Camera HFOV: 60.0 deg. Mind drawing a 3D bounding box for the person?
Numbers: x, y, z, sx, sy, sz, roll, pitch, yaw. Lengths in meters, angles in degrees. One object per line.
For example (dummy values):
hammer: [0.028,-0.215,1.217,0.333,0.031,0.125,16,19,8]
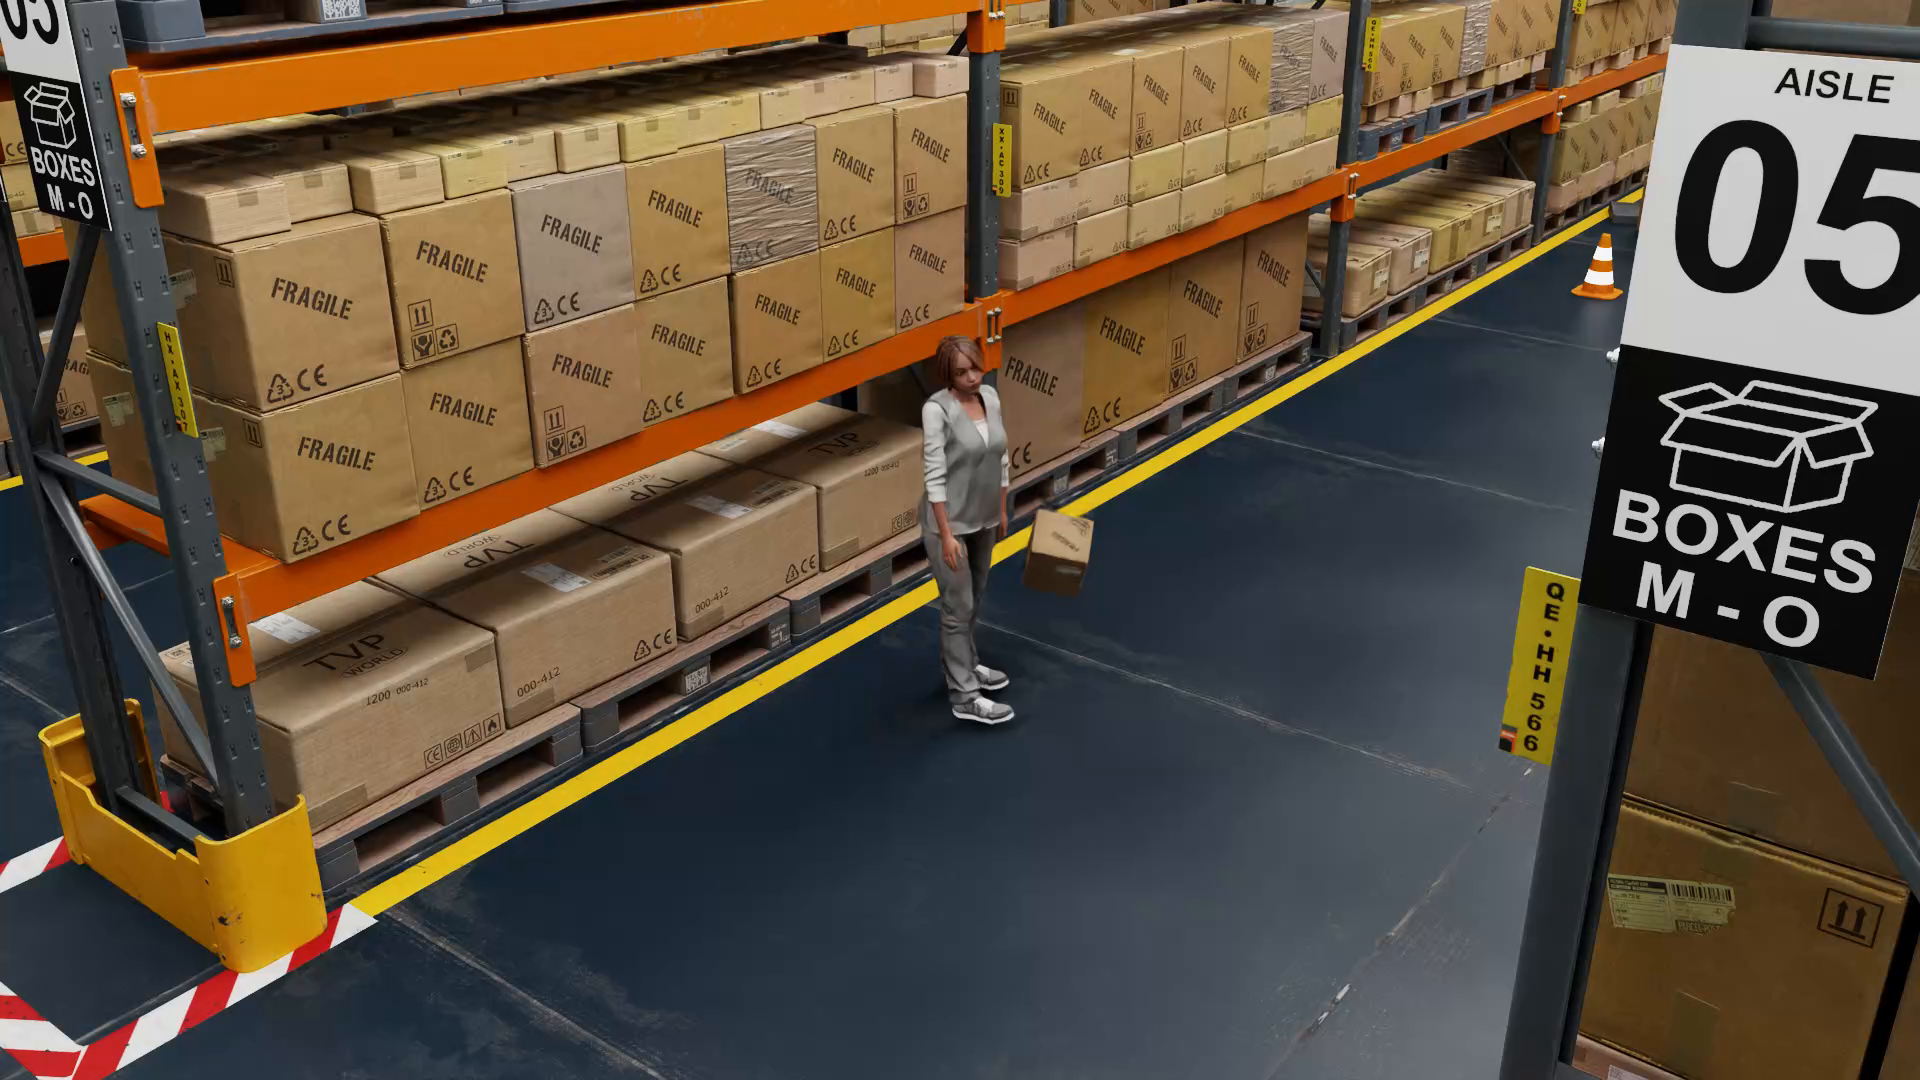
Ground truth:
person: [0.071,-0.039,6.648,0.484,1.603,0.466,20,30,37]
